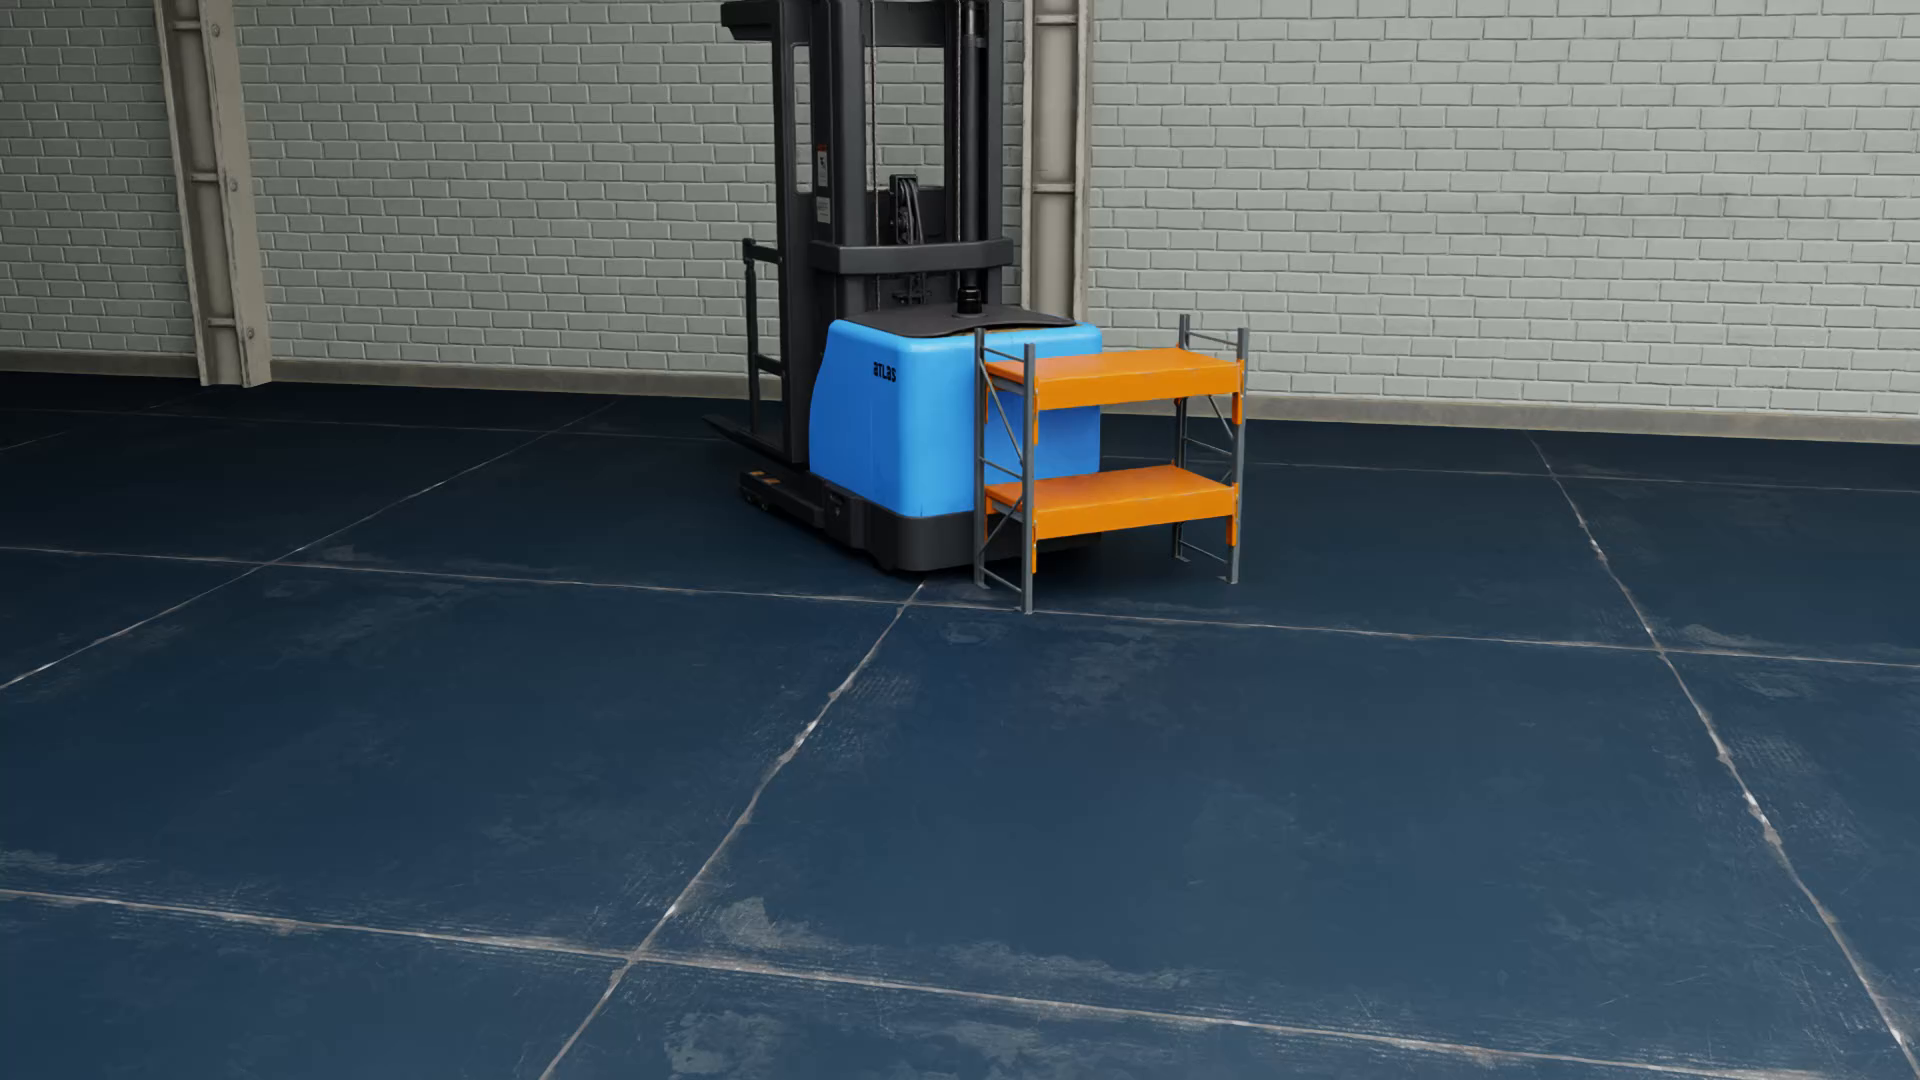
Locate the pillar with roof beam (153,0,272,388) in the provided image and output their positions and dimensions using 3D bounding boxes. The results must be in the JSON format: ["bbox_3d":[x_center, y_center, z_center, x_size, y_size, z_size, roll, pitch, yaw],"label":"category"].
[{"bbox_3d":[-6.126,-4.356,6.860,0.400,9.000,9.100,3,16,11],"label":"pillar with roof beam"}]

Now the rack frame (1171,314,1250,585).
[{"bbox_3d":[1.099,-0.408,7.358,0.032,1.125,0.500,-7,17,-24],"label":"rack frame"}]

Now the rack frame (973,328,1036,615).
[{"bbox_3d":[0.180,-0.292,6.940,0.032,1.125,0.500,-7,17,-24],"label":"rack frame"}]

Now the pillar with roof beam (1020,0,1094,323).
[{"bbox_3d":[-0.247,-4.037,5.708,0.400,9.000,9.100,3,16,11],"label":"pillar with roof beam"}]

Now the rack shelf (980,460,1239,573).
[{"bbox_3d":[0.639,-0.115,7.214,1.000,0.278,0.538,-7,17,-24],"label":"rack shelf"}]

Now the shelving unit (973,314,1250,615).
[{"bbox_3d":[0.639,-0.350,7.149,1.048,1.125,0.538,-7,17,-24],"label":"shelving unit"}]

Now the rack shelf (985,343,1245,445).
[{"bbox_3d":[0.639,-0.632,7.071,1.000,0.278,0.538,-7,17,-24],"label":"rack shelf"}]

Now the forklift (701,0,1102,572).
[{"bbox_3d":[-0.499,-1.617,8.341,1.130,2.935,3.031,-8,18,-28],"label":"forklift"}]
